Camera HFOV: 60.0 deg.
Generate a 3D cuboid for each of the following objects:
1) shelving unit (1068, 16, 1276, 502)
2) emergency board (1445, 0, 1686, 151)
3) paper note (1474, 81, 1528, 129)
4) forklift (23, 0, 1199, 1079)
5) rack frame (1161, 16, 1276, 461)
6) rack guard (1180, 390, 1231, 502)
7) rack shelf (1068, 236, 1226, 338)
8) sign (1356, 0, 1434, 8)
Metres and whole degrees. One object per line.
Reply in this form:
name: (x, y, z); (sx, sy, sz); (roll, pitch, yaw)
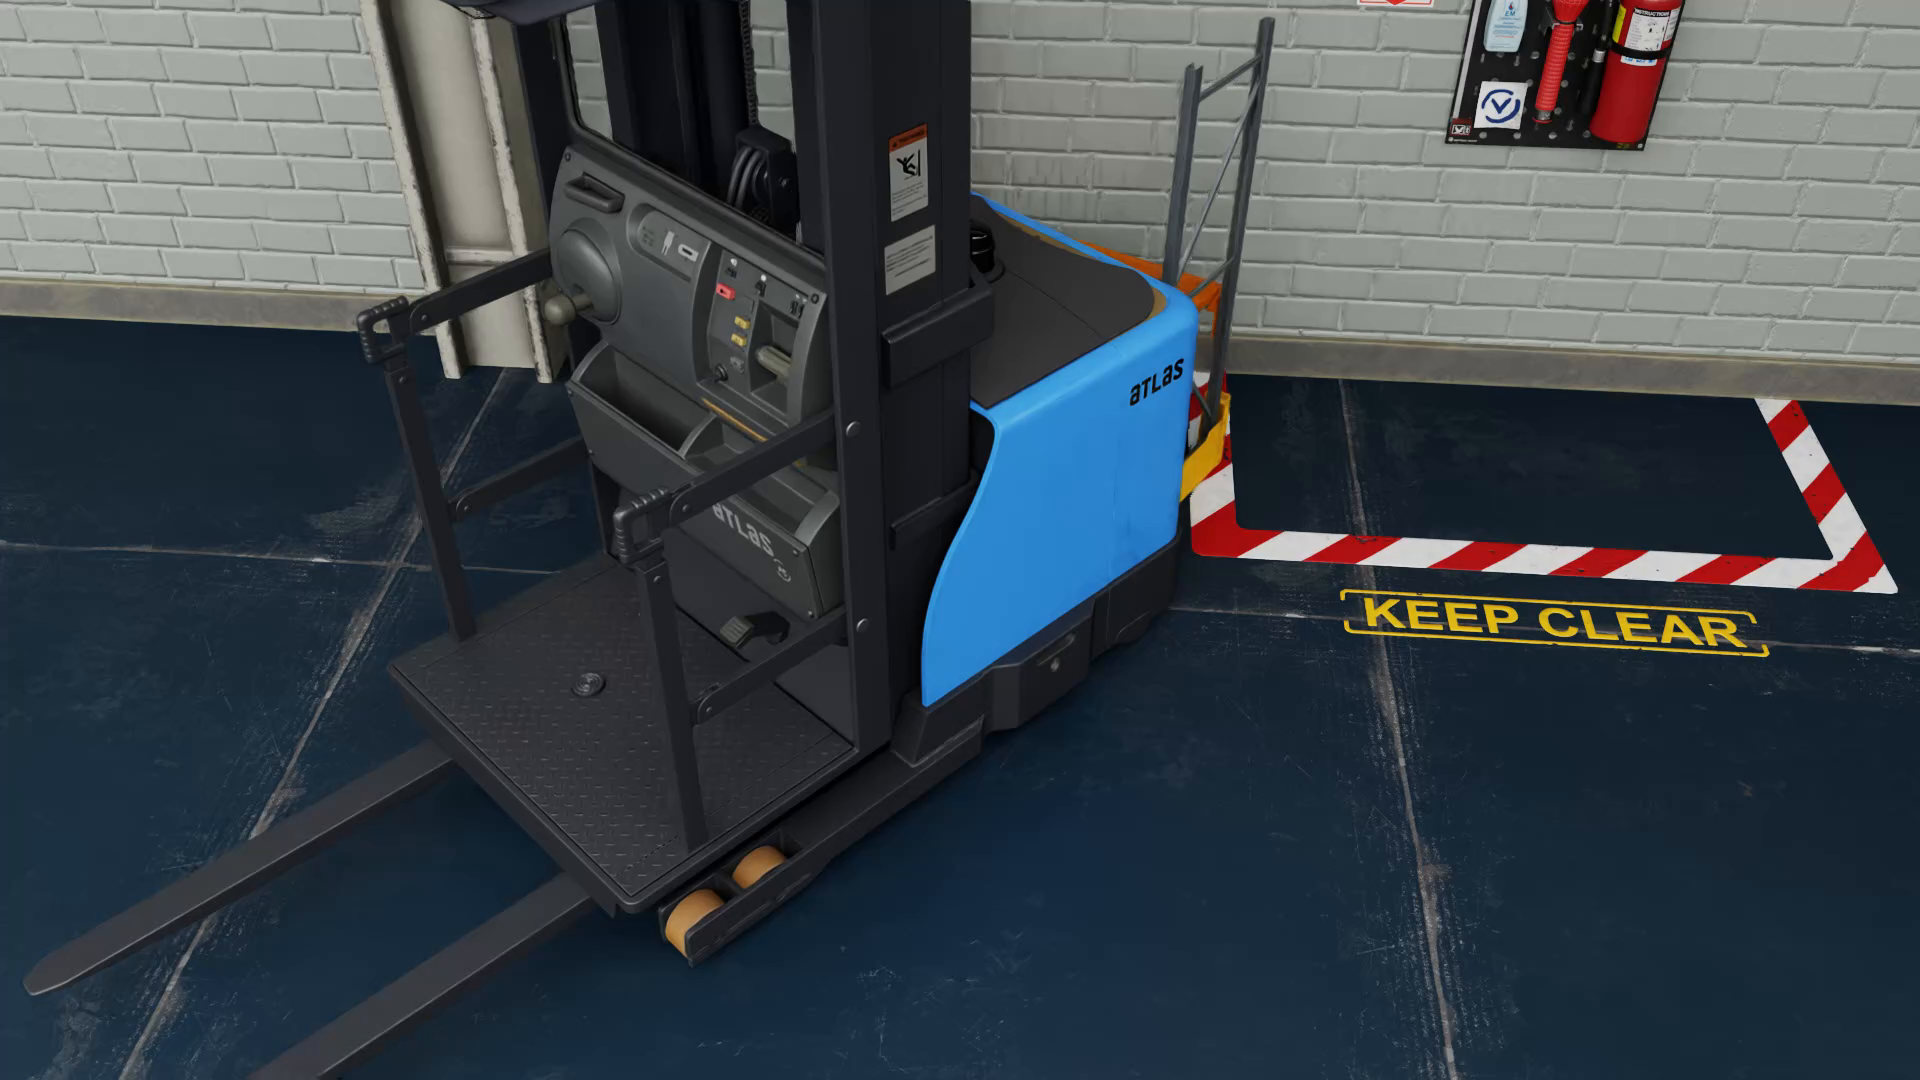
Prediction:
shelving unit: (0.297, -0.920, 5.168); (1.083, 1.500, 0.587); (22, 41, 25)
emergency board: (1.882, -1.663, 4.917); (0.643, 1.169, 0.194); (3, 39, 4)
paper note: (1.711, -1.375, 5.261); (0.142, 0.148, 0.016); (3, 39, 4)
forklift: (-0.767, -0.500, 3.543); (3.031, 2.935, 1.130); (-32, 49, -33)
rack frame: (0.715, -0.747, 4.955); (0.032, 1.500, 0.500); (22, 41, 25)
rack guard: (0.694, -0.245, 5.327); (0.087, 0.250, 0.587); (22, 41, 25)
rack shelf: (0.284, -0.779, 5.278); (1.000, 0.185, 0.538); (22, 41, 25)
sign: (1.340, -1.772, 5.023); (0.234, 0.329, 0.001); (3, 39, 4)
